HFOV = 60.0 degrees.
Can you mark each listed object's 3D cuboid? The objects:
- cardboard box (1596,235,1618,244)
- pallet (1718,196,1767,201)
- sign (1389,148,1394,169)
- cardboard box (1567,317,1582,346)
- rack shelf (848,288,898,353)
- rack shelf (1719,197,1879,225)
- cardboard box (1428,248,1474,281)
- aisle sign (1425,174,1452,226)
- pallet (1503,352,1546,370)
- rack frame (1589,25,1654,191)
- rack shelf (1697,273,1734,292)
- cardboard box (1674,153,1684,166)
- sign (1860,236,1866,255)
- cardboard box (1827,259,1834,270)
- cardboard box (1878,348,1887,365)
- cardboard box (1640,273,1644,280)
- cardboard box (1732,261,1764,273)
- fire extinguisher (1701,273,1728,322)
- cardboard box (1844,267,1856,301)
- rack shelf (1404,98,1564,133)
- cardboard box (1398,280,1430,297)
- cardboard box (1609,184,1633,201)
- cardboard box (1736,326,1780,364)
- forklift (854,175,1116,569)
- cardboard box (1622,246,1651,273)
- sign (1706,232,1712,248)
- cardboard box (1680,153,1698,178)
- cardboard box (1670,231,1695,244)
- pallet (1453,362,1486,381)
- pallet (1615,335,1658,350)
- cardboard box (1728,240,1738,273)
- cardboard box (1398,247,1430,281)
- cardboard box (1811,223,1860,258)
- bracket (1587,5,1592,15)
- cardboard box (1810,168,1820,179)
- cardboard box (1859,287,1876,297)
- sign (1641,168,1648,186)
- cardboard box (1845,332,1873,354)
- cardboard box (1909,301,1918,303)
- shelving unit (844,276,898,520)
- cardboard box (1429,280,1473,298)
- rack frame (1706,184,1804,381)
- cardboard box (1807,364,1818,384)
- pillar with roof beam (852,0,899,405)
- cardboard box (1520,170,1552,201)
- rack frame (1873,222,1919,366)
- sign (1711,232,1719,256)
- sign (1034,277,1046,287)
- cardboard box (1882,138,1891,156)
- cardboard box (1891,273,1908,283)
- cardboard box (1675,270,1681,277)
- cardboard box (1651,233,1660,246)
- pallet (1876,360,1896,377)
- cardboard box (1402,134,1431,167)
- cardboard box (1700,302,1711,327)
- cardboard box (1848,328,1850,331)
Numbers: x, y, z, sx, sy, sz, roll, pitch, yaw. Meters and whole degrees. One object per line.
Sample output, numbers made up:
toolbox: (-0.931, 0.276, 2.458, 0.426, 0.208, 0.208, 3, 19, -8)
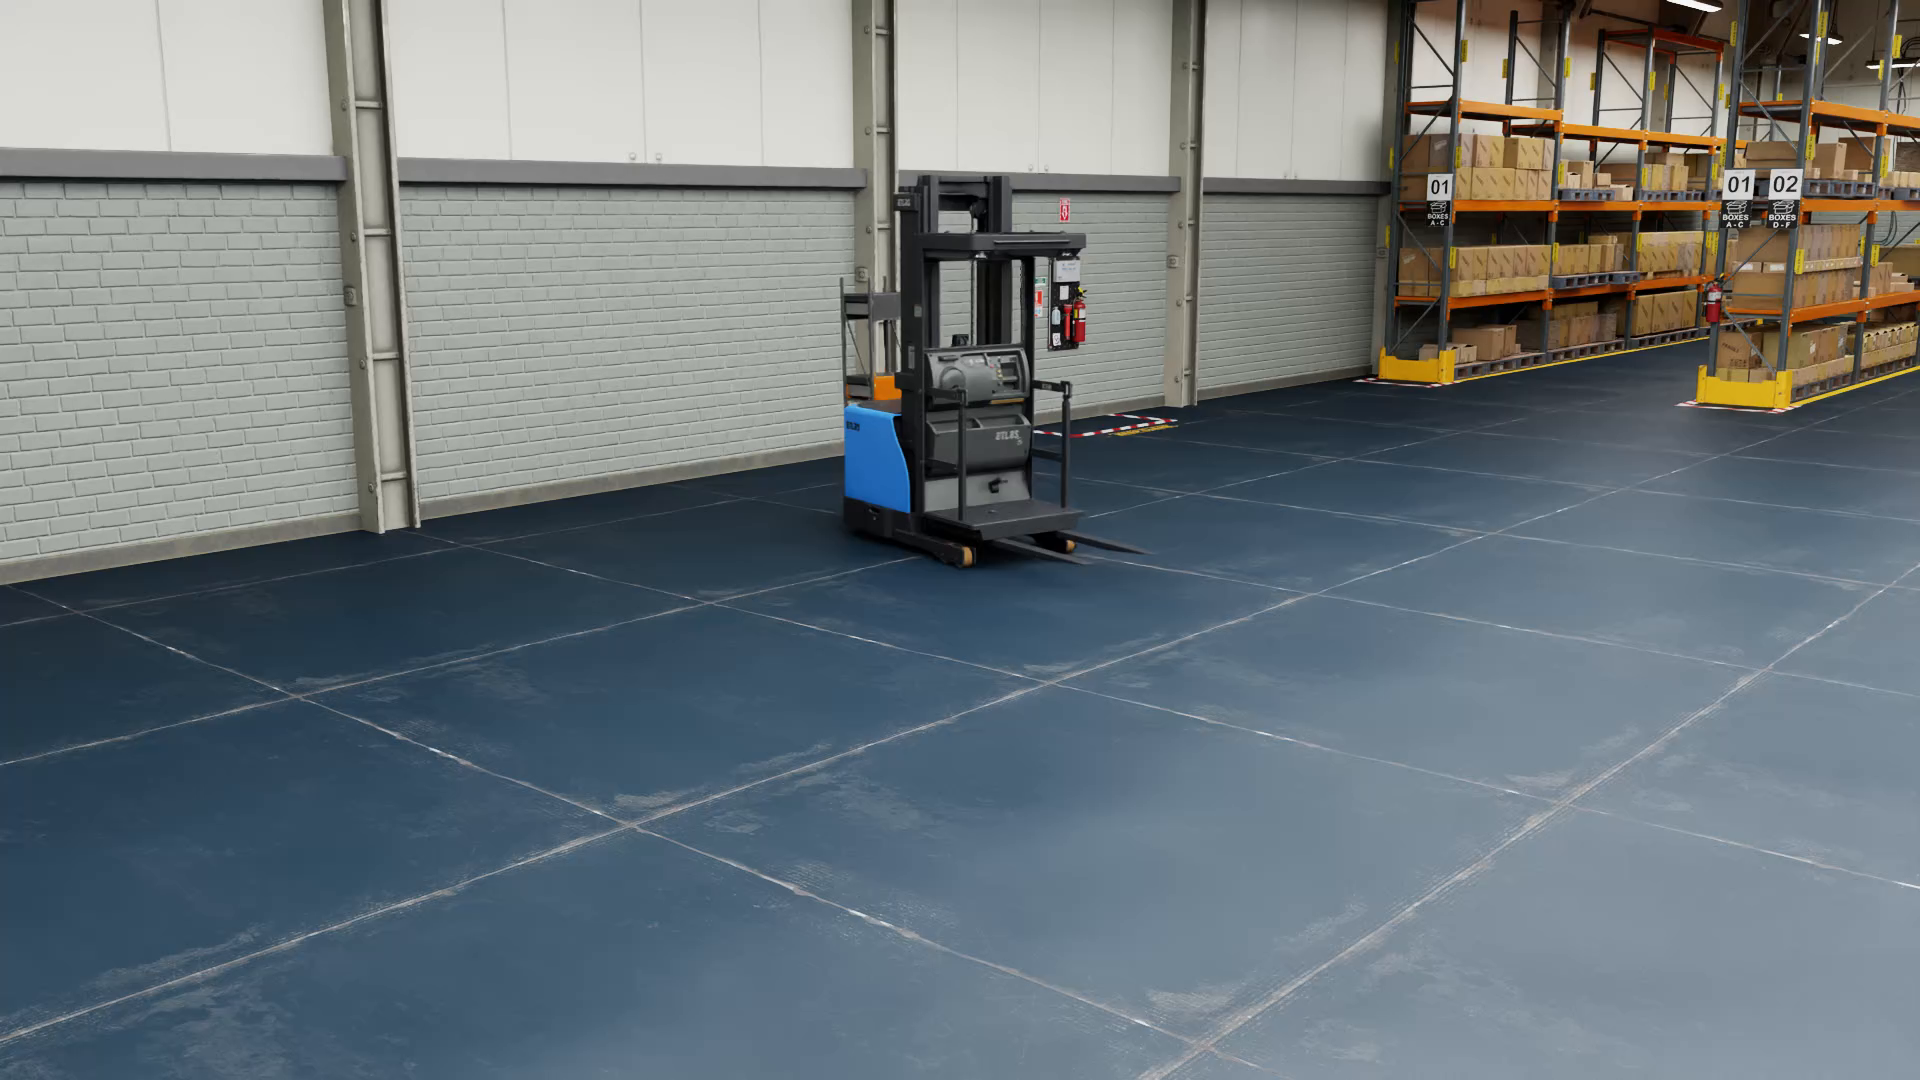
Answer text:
cardboard box: (12.275, -5.713, 31.622, 0.380, 0.149, 0.250, 7, 14, 33)
pallet: (17.279, -7.679, 37.067, 1.003, 0.211, 1.213, 10, 15, 40)
sign: (6.795, -5.988, 26.113, 0.100, 0.325, 0.005, 10, 15, 40)
cardboard box: (10.984, -3.849, 30.583, 0.700, 0.500, 0.500, 10, 15, 41)
rack shelf: (-0.680, -1.902, 14.366, 0.431, 0.518, 0.480, 11, 16, 43)
rack shelf: (12.243, -4.780, 24.165, 1.077, 0.370, 4.000, 10, 15, 40)
cardboard box: (7.740, -4.343, 26.216, 0.500, 0.500, 0.500, 10, 15, 40)
aisle sign: (7.377, -5.233, 25.617, 0.394, 0.787, 0.004, 10, 15, 40)
pallet: (9.423, -3.126, 28.821, 1.003, 0.211, 1.213, 10, 15, 40)
rack frame: (12.480, -8.127, 31.424, 1.000, 3.000, 0.127, 10, 15, 40)
rack shelf: (16.441, -5.715, 36.502, 1.077, 0.370, 4.000, 10, 15, 40)
cardboard box: (14.441, -7.764, 33.975, 0.500, 0.250, 0.500, -11, 16, -43)
sign: (15.790, -5.143, 29.047, 0.100, 0.325, 0.005, 10, 15, 40)
cardboard box: (12.532, -4.030, 24.317, 0.380, 0.149, 0.250, 10, 15, 42)
cardboard box: (14.694, -2.993, 26.986, 0.500, 0.250, 0.500, 9, 15, 39)
cardboard box: (13.044, -5.126, 32.307, 0.380, 0.149, 0.250, 10, 15, 41)
cardboard box: (11.032, -3.816, 23.247, 0.380, 0.149, 0.250, 9, 15, 39)
fire extinguisher: (10.496, -3.373, 23.136, 0.296, 0.674, 0.183, 10, 15, 40)
cardboard box: (13.275, -3.939, 25.521, 0.700, 0.500, 0.500, 9, 15, 39)
rack shelf: (8.519, -6.890, 27.076, 1.077, 0.370, 4.000, 10, 15, 40)
cardboard box: (7.362, -4.038, 26.602, 0.500, 0.250, 0.500, 10, 15, 41)
cardboard box: (12.208, -6.481, 31.020, 0.500, 0.311, 0.500, 10, 15, 40)
cardboard box: (11.702, -2.860, 24.404, 0.500, 0.500, 0.500, 10, 15, 40)
forklift: (0.176, -1.318, 12.827, 1.130, 2.935, 3.031, -5, 12, -24)
cardboard box: (12.993, -5.428, 32.163, 0.500, 0.500, 0.500, 10, 15, 42)
sign: (15.535, -6.234, 34.509, 0.100, 0.325, 0.005, 10, 15, 40)
cardboard box: (15.406, -7.926, 35.221, 0.500, 0.500, 0.500, 10, 15, 40)
cardboard box: (14.660, -6.170, 33.964, 0.500, 0.250, 0.500, 10, 15, 42)
pallet: (7.812, -2.767, 27.024, 1.003, 0.211, 1.213, 10, 15, 40)
pallet: (13.057, -3.924, 32.817, 1.003, 0.211, 1.213, 10, 15, 40)
cardboard box: (16.450, -6.213, 36.395, 0.980, 0.700, 0.700, 9, 14, 38)
cardboard box: (7.351, -4.409, 26.543, 0.500, 0.500, 0.500, 10, 15, 40)
cardboard box: (13.275, -4.576, 25.394, 0.700, 0.500, 0.500, 10, 15, 41)
bracket: (11.513, -9.828, 30.750, 0.235, 0.232, 0.430, 10, 15, 40)
cardboard box: (11.832, -5.141, 23.344, 0.380, 0.149, 0.250, 10, 15, 40)
cardboard box: (14.302, -3.937, 26.407, 0.380, 0.149, 0.250, 10, 15, 40)
sign: (12.886, -6.839, 31.315, 0.100, 0.325, 0.005, 10, 15, 40)
cardboard box: (14.023, -3.118, 26.178, 0.500, 0.311, 0.500, 10, 15, 41)
cardboard box: (17.682, -4.304, 30.948, 0.500, 0.250, 0.500, 10, 15, 40)
shelving unit: (-0.680, -1.228, 14.501, 0.431, 2.100, 0.503, 11, 16, 43)
cardboard box: (7.760, -3.975, 26.286, 0.500, 0.250, 0.500, 9, 15, 39)
rack frame: (10.923, -3.368, 22.915, 1.000, 3.000, 0.127, 10, 15, 40)
cardboard box: (12.101, -2.423, 24.133, 0.500, 0.250, 0.500, 10, 15, 40)
pillar with roof beam: (2.324, -4.842, 14.981, 9.100, 9.000, 0.400, 10, 15, 40)
cardboard box: (9.690, -6.020, 28.226, 0.500, 0.500, 0.500, 10, 15, 42)
rack frame: (16.204, -4.545, 28.808, 1.000, 3.000, 0.127, 10, 15, 40)
sign: (10.524, -4.124, 23.140, 0.100, 0.325, 0.005, 10, 15, 40)
sign: (0.958, -3.190, 20.581, 0.001, 0.109, 0.331, 10, 15, 40)
cardboard box: (14.358, -6.100, 26.331, 0.500, 0.500, 0.500, -10, 15, -42)
cardboard box: (15.931, -4.453, 28.577, 0.500, 0.311, 0.500, 11, 16, 44)
cardboard box: (14.415, -5.427, 33.816, 0.380, 0.149, 0.250, 10, 15, 40)
cardboard box: (13.328, -5.870, 32.462, 0.500, 0.250, 0.500, 9, 15, 40)
pallet: (14.825, -2.883, 27.606, 1.003, 0.211, 1.213, 10, 15, 40)
cardboard box: (7.287, -6.125, 26.202, 0.500, 0.500, 0.500, 11, 15, 43)
cardboard box: (15.691, -4.850, 35.647, 0.700, 0.500, 0.500, 10, 15, 41)
cardboard box: (14.285, -3.336, 27.272, 0.500, 0.311, 0.500, 10, 15, 40)
